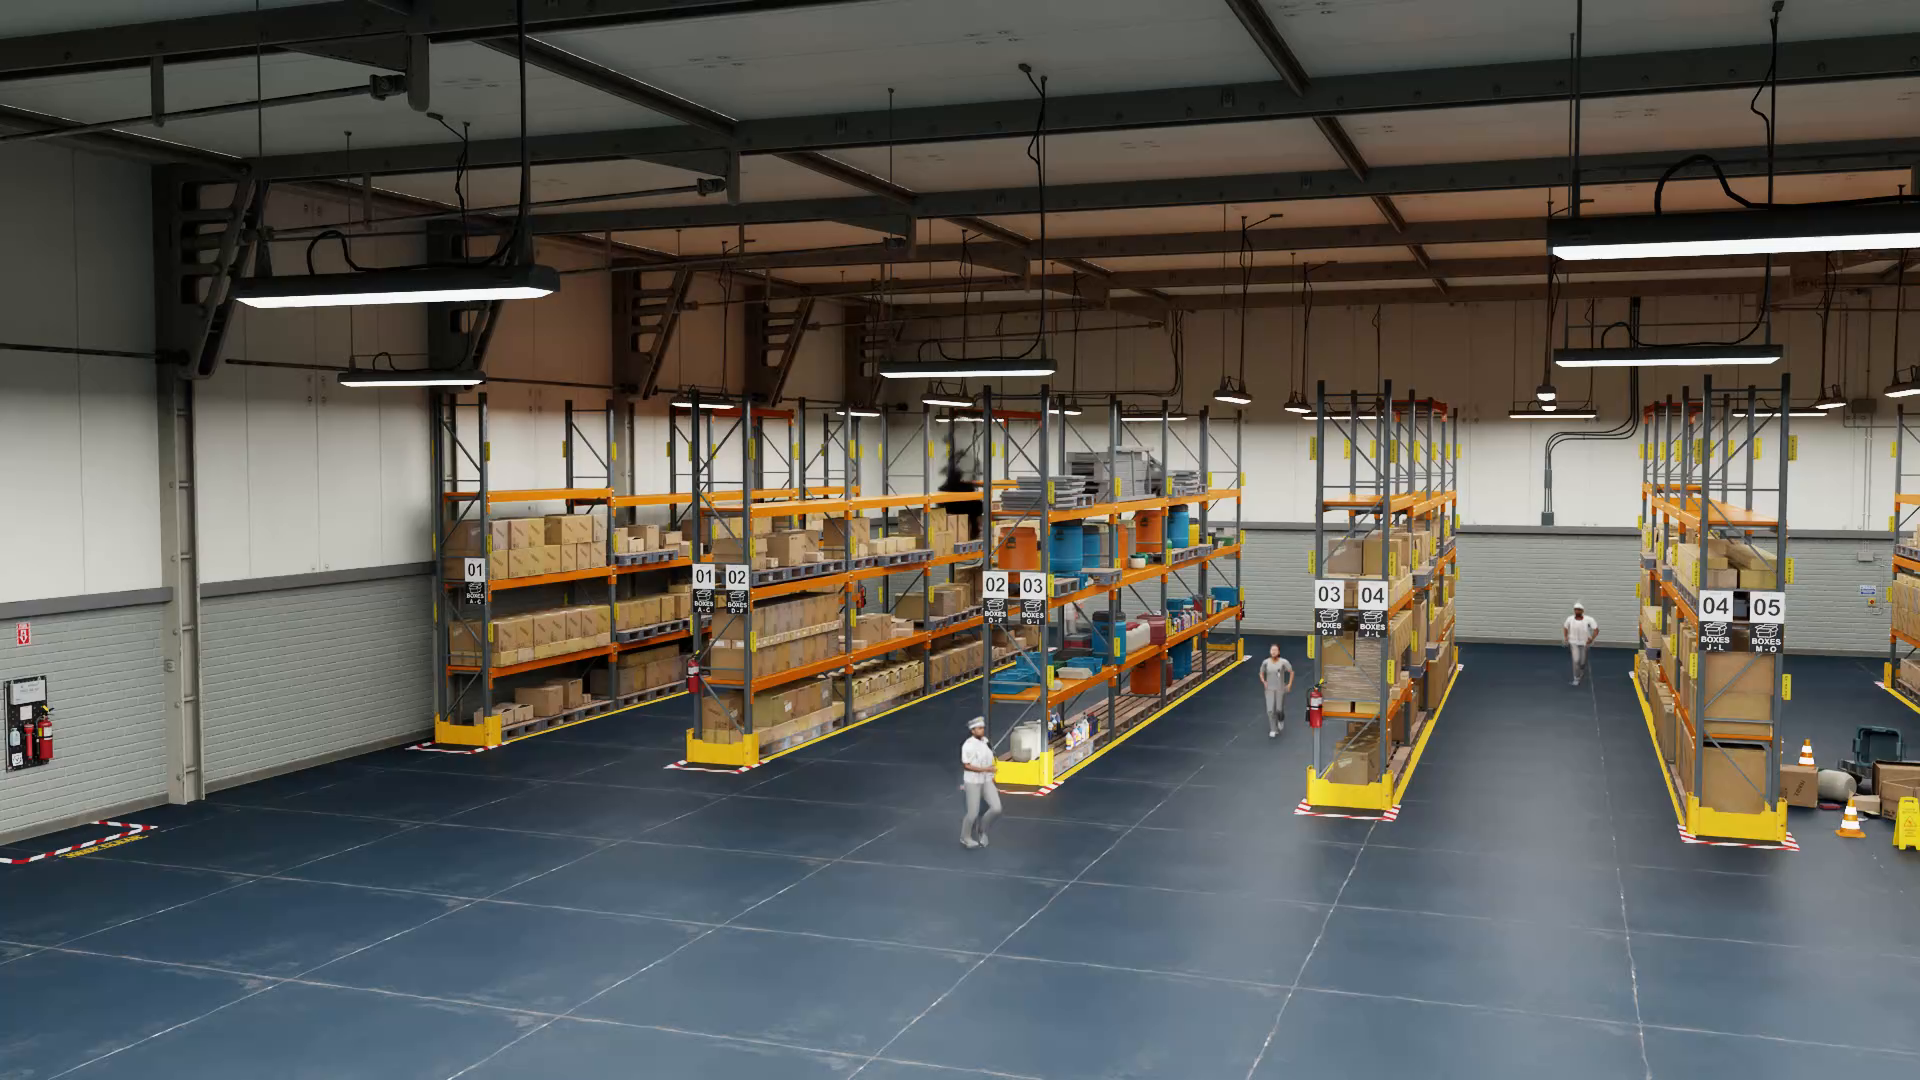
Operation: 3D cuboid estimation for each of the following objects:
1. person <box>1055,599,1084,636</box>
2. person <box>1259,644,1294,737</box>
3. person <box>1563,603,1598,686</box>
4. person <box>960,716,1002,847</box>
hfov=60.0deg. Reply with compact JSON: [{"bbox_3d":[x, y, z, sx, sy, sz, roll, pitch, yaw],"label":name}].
[{"bbox_3d":[2.479,1.829,38.184,0.650,1.819,0.602,1,3,12],"label":"person"},{"bbox_3d":[5.557,2.634,29.255,0.596,1.630,0.588,1,3,17],"label":"person"},{"bbox_3d":[13.326,2.226,35.717,0.715,1.744,0.783,1,3,26],"label":"person"},{"bbox_3d":[0.268,3.041,20.888,0.549,1.671,0.649,-3,4,-41],"label":"person"}]
